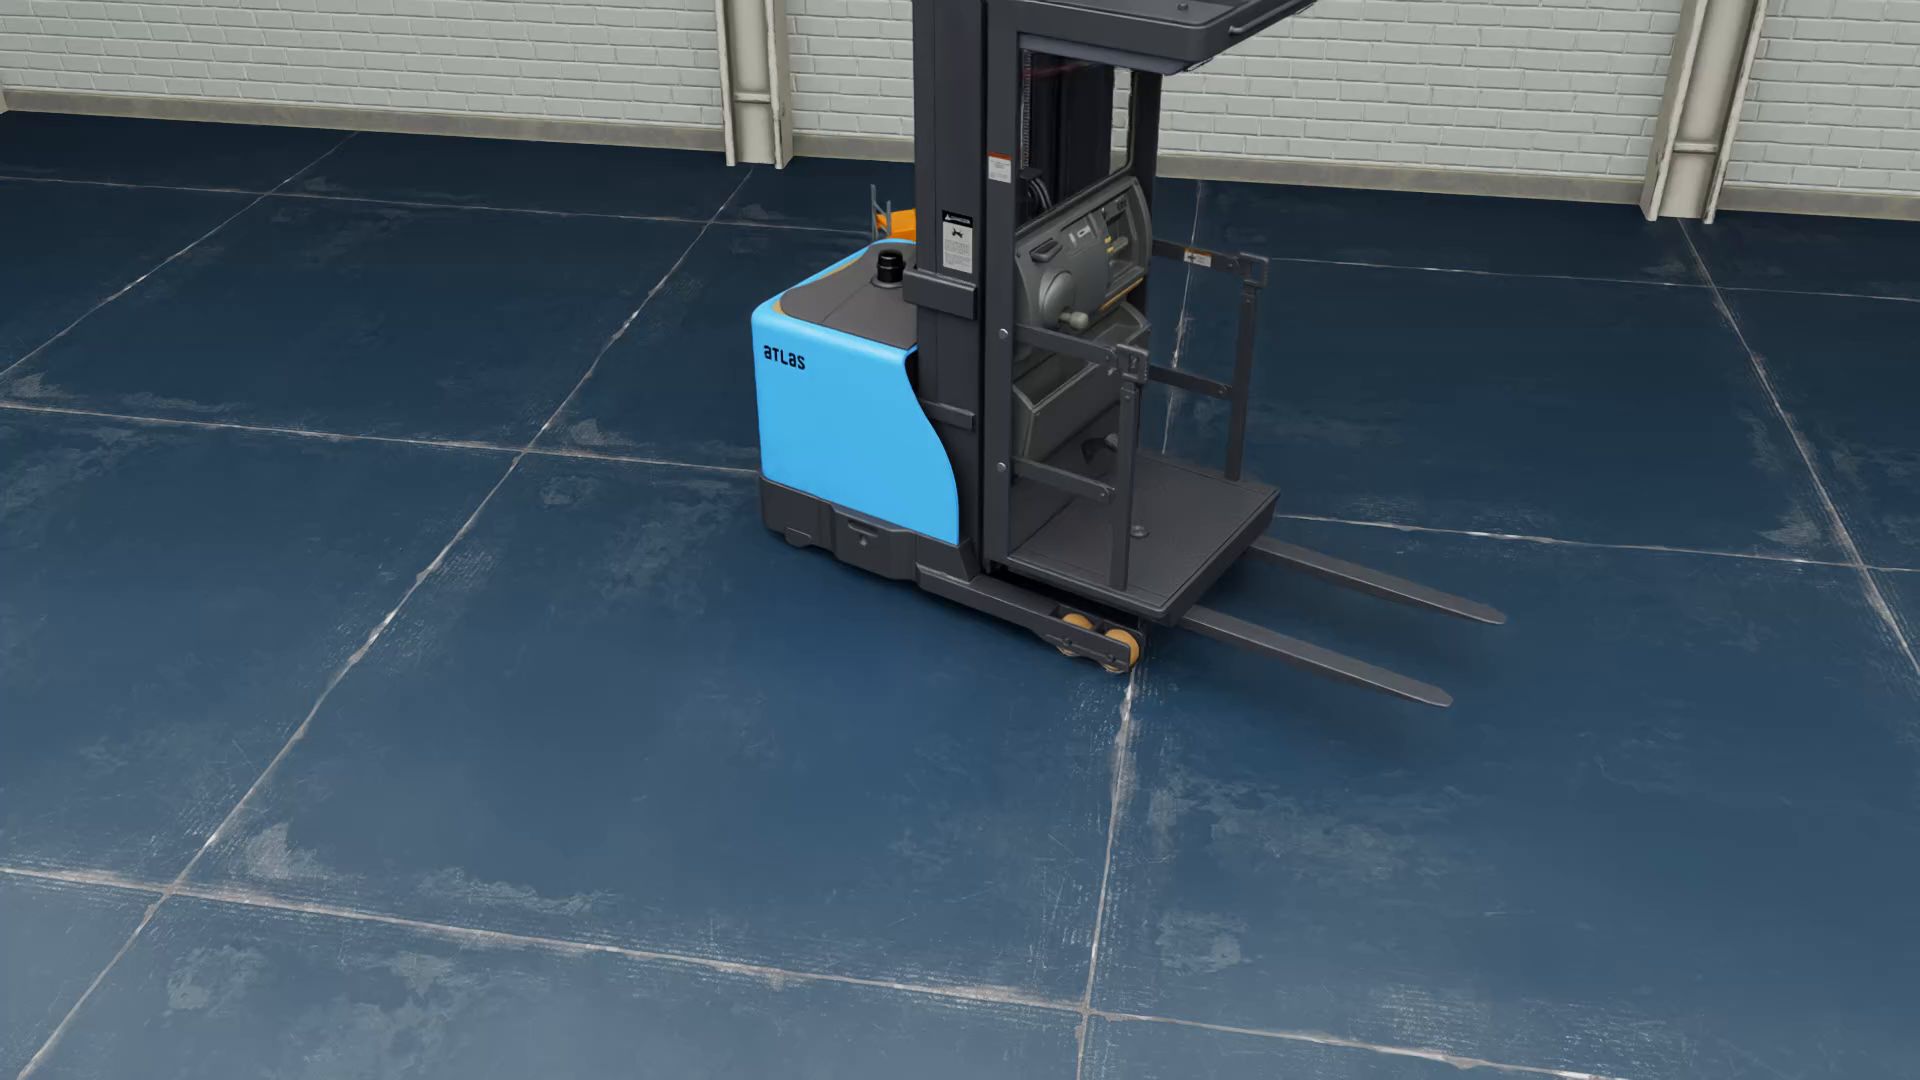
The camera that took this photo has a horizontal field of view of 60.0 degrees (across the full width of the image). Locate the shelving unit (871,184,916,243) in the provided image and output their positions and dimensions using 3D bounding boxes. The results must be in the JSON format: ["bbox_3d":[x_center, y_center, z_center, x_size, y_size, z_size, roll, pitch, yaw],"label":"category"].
[{"bbox_3d":[-0.129,-1.097,7.871,0.503,1.200,0.258,-11,34,-18],"label":"shelving unit"}]

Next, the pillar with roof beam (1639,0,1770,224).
[{"bbox_3d":[3.821,-3.639,4.582,0.400,9.000,9.100,5,32,8],"label":"pillar with roof beam"}]

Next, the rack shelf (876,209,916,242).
[{"bbox_3d":[-0.129,-1.430,7.663,0.480,0.148,0.258,-11,34,-18],"label":"rack shelf"}]

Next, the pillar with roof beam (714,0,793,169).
[{"bbox_3d":[-2.093,-4.174,5.438,0.400,9.000,9.100,5,32,8],"label":"pillar with roof beam"}]

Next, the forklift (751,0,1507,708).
[{"bbox_3d":[0.647,-1.051,6.167,3.031,2.935,1.130,19,37,28],"label":"forklift"}]

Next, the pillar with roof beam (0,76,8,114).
[{"bbox_3d":[-8.008,-4.710,6.293,0.400,9.000,9.100,5,32,8],"label":"pillar with roof beam"}]

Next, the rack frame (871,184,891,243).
[{"bbox_3d":[-0.357,-1.051,7.798,0.015,1.200,0.240,-11,34,-18],"label":"rack frame"}]
